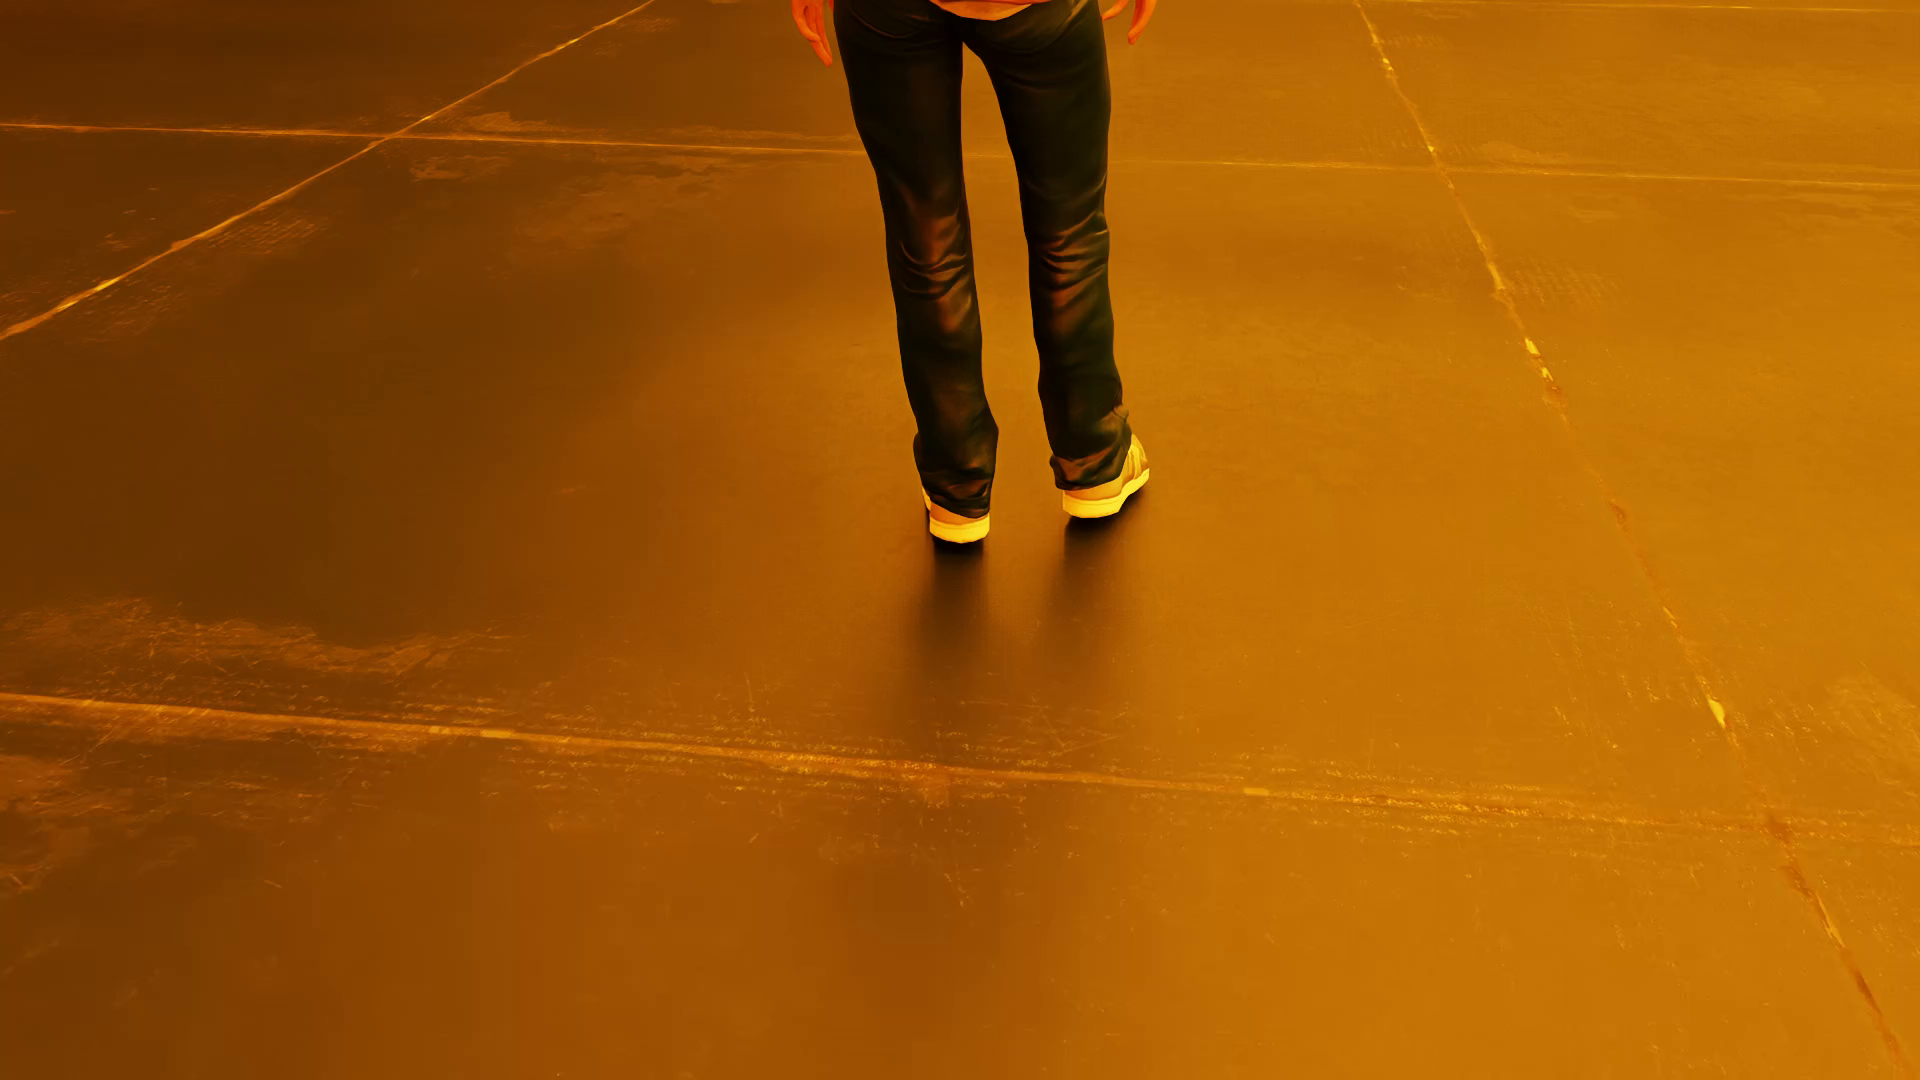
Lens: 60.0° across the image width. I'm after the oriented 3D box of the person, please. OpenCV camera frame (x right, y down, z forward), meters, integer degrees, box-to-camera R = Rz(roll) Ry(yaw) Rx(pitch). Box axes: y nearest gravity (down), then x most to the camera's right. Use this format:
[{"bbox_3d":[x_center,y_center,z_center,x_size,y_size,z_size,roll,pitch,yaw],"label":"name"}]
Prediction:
[{"bbox_3d":[0.024,-0.753,2.204,0.520,1.597,0.476,3,27,7],"label":"person"}]
